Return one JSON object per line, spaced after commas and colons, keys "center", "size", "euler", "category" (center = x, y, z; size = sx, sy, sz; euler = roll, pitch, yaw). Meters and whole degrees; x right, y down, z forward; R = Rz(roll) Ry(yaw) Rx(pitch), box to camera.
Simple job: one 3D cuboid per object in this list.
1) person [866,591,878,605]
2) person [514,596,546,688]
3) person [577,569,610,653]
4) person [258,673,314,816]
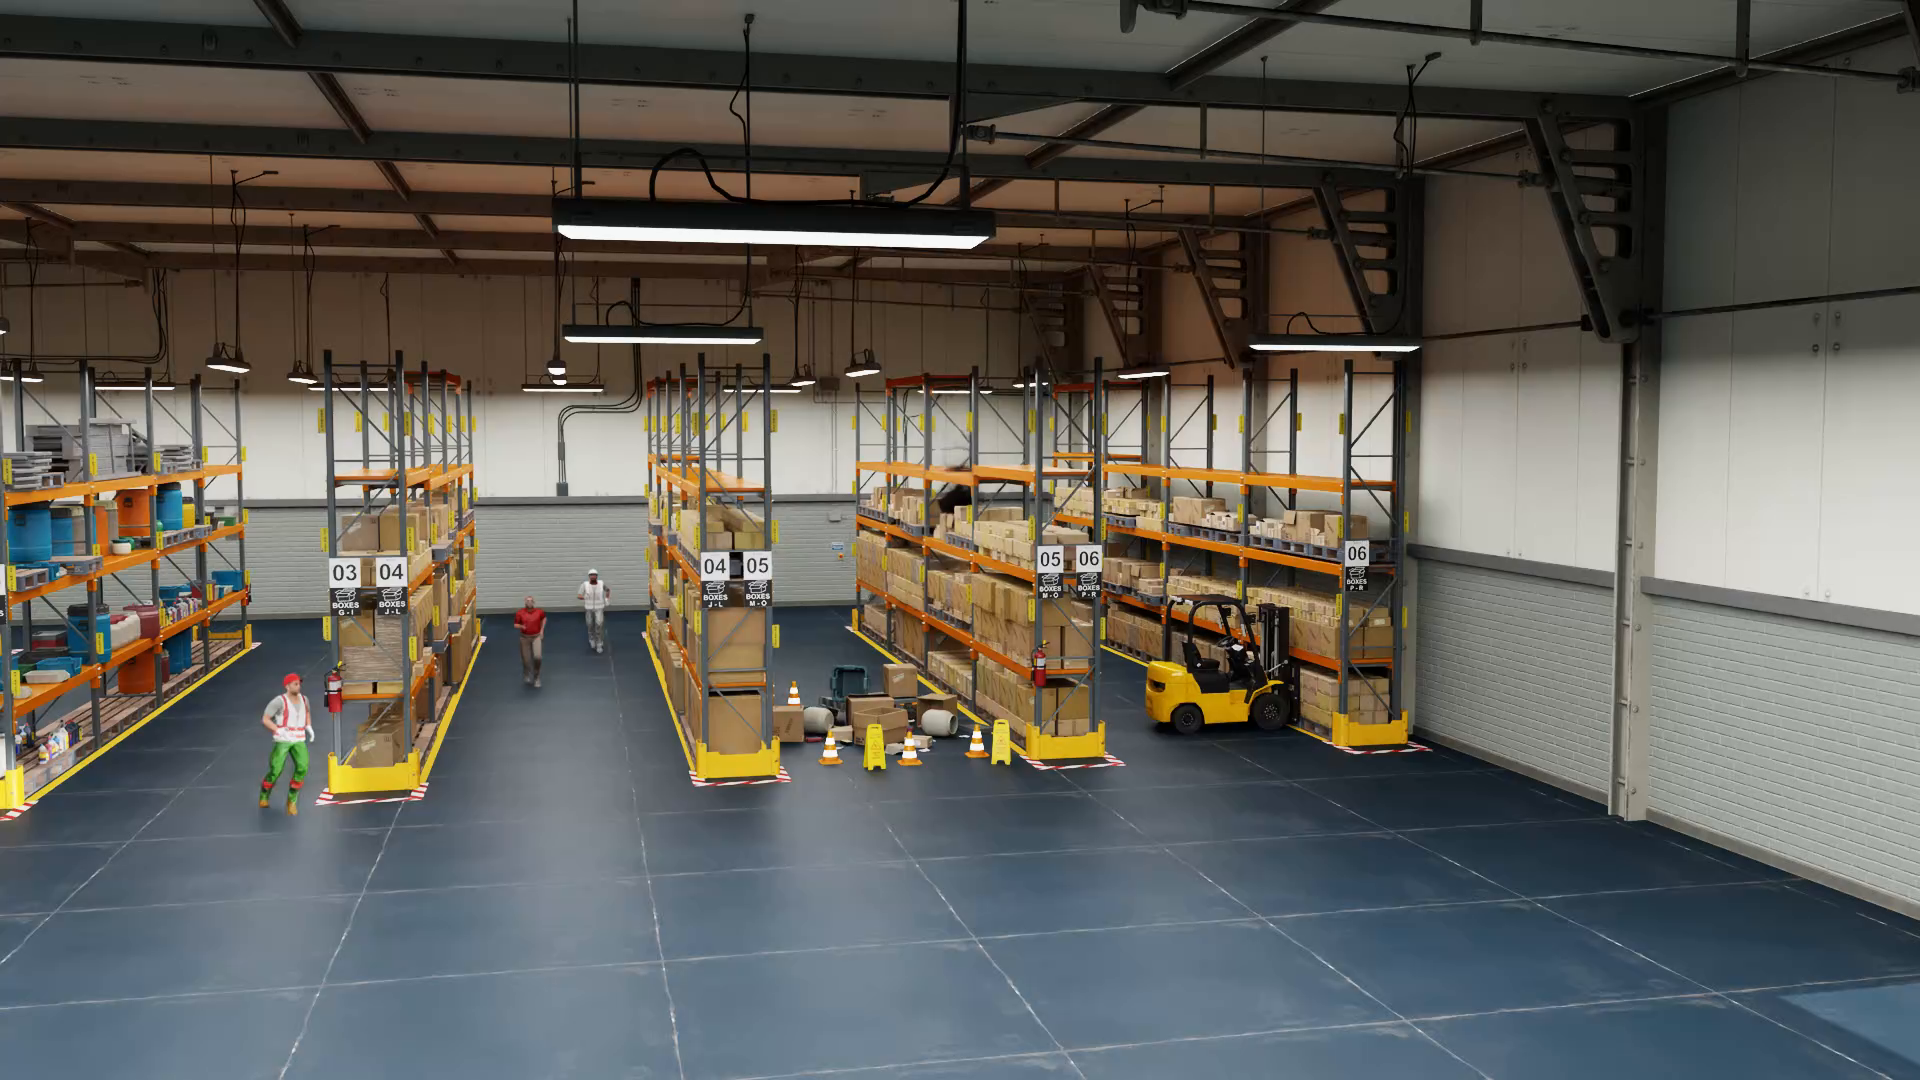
{"center": [-2.135, 1.278, 41.843], "size": [0.874, 1.643, 0.609], "euler": [2, 4, 21], "category": "person"}
{"center": [-8.196, 1.952, 31.731], "size": [0.611, 1.774, 0.801], "euler": [-1, 4, -16], "category": "person"}
{"center": [-8.075, 1.538, 36.644], "size": [0.685, 1.814, 0.875], "euler": [-1, 4, -10], "category": "person"}
{"center": [-8.685, 2.628, 21.552], "size": [0.706, 1.802, 0.718], "euler": [4, 5, 43], "category": "person"}
